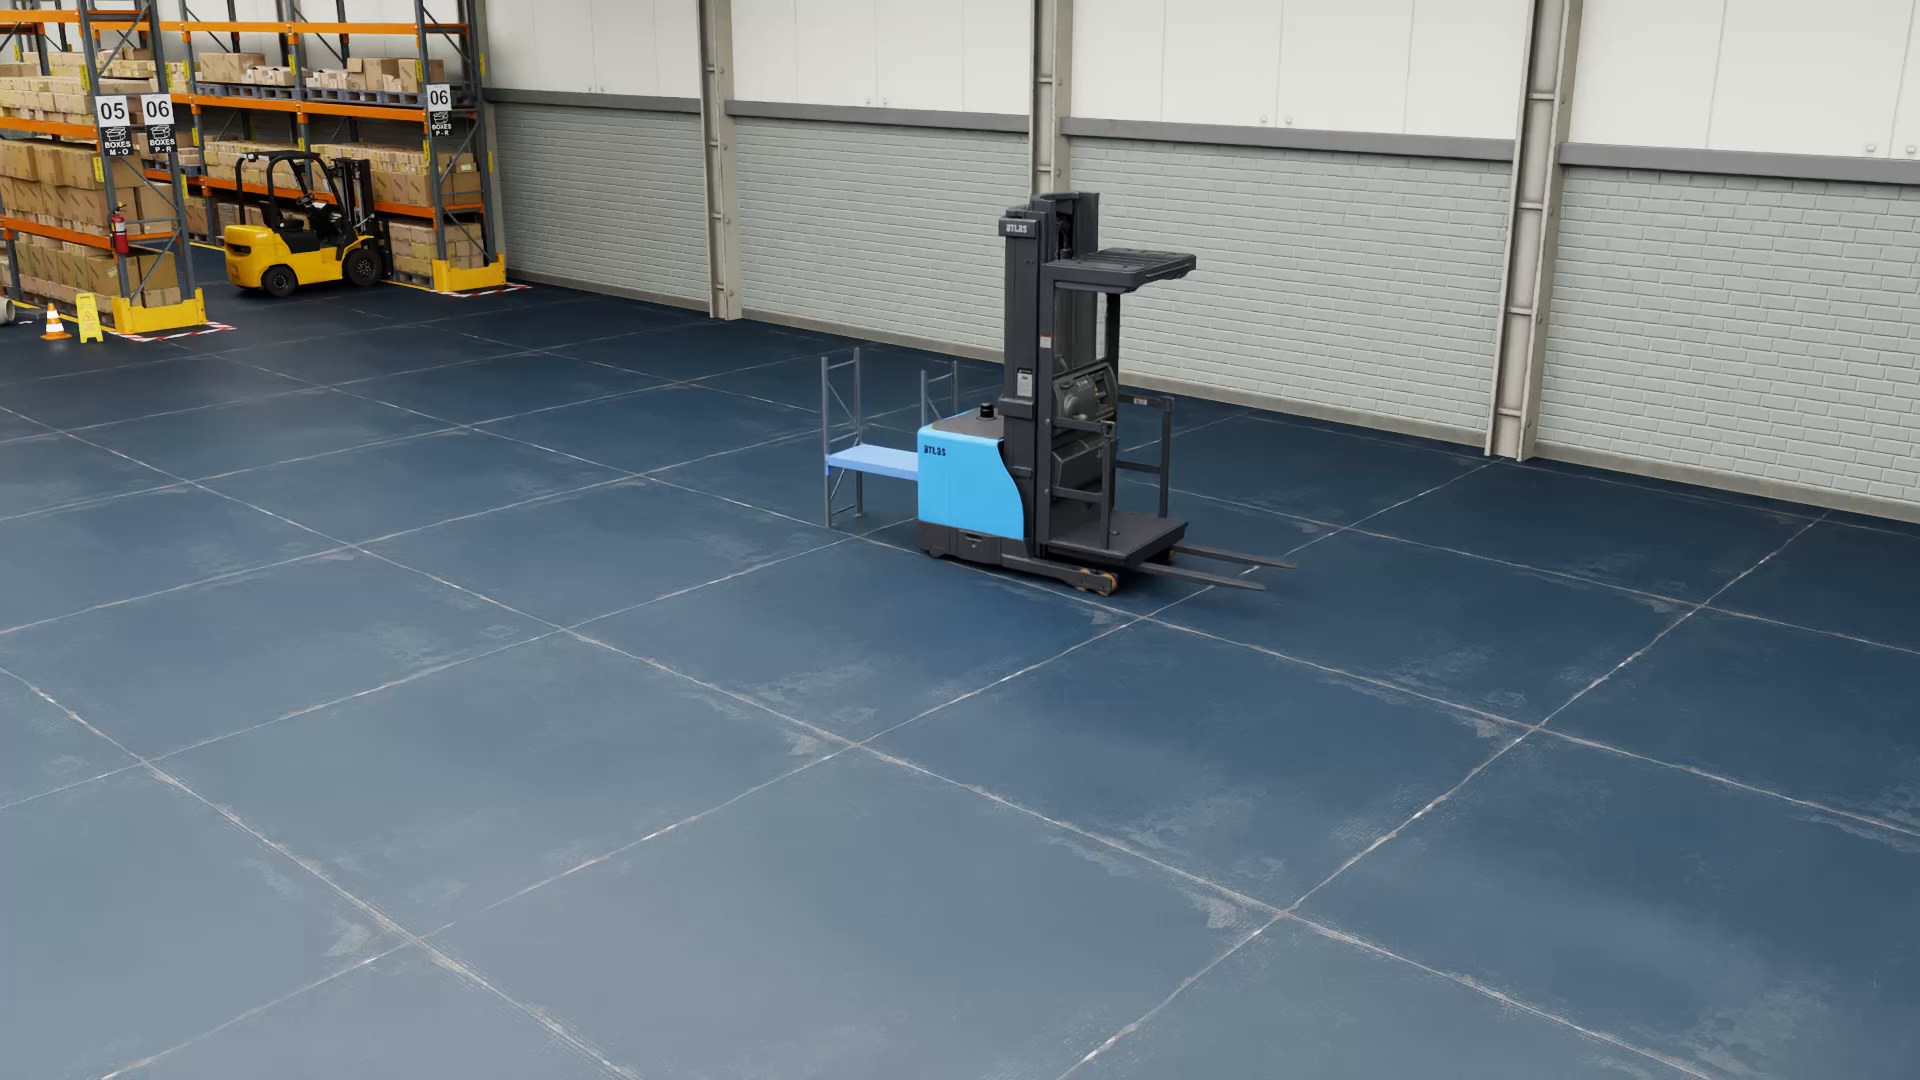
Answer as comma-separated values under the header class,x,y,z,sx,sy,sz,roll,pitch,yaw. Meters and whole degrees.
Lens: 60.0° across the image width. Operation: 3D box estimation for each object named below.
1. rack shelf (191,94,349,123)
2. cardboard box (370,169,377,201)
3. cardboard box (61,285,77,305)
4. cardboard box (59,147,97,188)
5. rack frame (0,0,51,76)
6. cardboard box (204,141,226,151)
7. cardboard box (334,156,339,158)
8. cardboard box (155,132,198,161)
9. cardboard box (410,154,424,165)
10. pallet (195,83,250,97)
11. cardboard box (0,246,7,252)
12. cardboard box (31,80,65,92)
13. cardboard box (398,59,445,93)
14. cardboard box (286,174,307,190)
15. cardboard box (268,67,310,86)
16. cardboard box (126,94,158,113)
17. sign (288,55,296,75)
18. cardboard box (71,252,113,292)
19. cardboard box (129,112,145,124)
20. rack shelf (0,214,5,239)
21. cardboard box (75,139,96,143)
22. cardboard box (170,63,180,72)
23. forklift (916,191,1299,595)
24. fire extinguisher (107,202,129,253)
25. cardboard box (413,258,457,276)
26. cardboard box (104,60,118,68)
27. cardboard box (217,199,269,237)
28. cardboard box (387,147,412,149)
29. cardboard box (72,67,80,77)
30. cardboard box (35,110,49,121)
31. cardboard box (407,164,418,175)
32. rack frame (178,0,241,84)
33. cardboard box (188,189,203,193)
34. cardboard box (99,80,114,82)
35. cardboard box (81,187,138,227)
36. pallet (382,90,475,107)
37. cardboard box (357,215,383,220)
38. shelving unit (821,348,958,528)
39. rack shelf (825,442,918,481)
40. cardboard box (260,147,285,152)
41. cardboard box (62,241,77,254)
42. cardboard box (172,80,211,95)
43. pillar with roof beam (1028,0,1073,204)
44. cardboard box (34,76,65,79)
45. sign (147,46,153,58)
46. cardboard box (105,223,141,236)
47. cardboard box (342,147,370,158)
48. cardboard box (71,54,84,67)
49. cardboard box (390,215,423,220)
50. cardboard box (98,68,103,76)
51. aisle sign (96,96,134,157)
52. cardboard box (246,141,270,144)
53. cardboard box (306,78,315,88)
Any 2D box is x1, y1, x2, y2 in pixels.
class,x,y,z,sx,sy,sz,roll,pitch,yaw
rack shelf,-12.475,-7.848,30.114,4.000,0.370,1.077,15,23,39
cardboard box,-9.679,-5.952,27.741,0.500,0.500,0.500,15,23,40
cardboard box,-12.840,-3.634,24.454,0.500,0.250,0.500,14,22,37
cardboard box,-12.180,-5.256,23.403,0.500,0.500,0.700,15,23,40
rack frame,-14.271,-8.096,24.745,0.127,3.000,1.000,15,23,39
cardboard box,-13.928,-7.389,31.199,0.250,0.149,0.380,16,24,41
cardboard box,-10.372,-6.429,28.174,0.250,0.149,0.380,16,23,40
cardboard box,-15.315,-7.699,32.546,0.637,0.503,0.797,14,23,38
cardboard box,-8.600,-6.122,26.715,0.250,0.149,0.380,15,23,39
pallet,-13.404,-8.387,30.933,1.003,0.211,1.213,16,24,42
cardboard box,-15.726,-4.572,27.208,0.625,0.372,0.950,16,24,41
cardboard box,-12.898,-6.425,23.535,0.250,0.149,0.380,16,23,41
cardboard box,-8.480,-7.316,26.222,0.500,0.500,0.500,16,24,41
cardboard box,-11.530,-6.331,29.348,0.500,0.250,0.500,16,23,40
cardboard box,-11.682,-8.085,28.959,0.500,0.311,0.500,14,22,38
cardboard box,-11.479,-6.094,23.154,0.500,0.250,0.500,15,23,38
sign,-11.332,-8.062,28.221,0.005,0.325,0.100,15,23,39
cardboard box,-12.444,-3.886,24.009,0.500,0.500,0.500,16,24,41
cardboard box,-11.312,-5.883,23.147,0.250,0.149,0.380,15,23,39
rack shelf,-15.767,-5.295,27.027,4.000,0.370,1.077,15,23,39
cardboard box,-18.254,-8.284,35.012,0.500,0.250,0.500,15,23,39
cardboard box,-14.784,-8.974,31.568,0.250,0.149,0.380,14,22,37
forklift,1.154,-1.154,12.903,3.031,2.935,1.130,11,21,31
fire extinguisher,-11.500,-4.269,22.732,0.183,0.674,0.296,15,23,39
cardboard box,-8.549,-4.469,27.087,0.500,0.250,0.500,15,23,40
cardboard box,-16.784,-9.469,33.096,0.250,0.149,0.380,16,23,40
cardboard box,-13.514,-6.103,31.615,0.625,0.625,0.875,16,24,41
cardboard box,-9.435,-6.541,28.033,0.250,0.149,0.380,16,24,41
cardboard box,-17.886,-9.609,34.227,0.500,0.250,0.500,14,22,37
cardboard box,-12.910,-6.050,23.672,0.250,0.149,0.380,15,23,39
cardboard box,-8.644,-5.965,26.710,0.250,0.149,0.380,16,23,40
rack frame,-13.971,-10.023,30.817,0.127,3.000,1.000,15,23,39
cardboard box,-15.331,-6.968,33.474,0.250,0.149,0.380,14,22,37
cardboard box,-12.142,-6.447,23.606,0.250,0.149,0.380,15,23,39
cardboard box,-11.868,-4.669,23.209,0.500,0.500,0.500,15,23,38
pallet,-8.499,-7.092,26.688,1.213,0.211,1.003,15,23,39
cardboard box,-10.070,-5.356,28.228,0.500,0.250,0.500,16,24,41
shelving unit,-0.592,-0.799,14.151,1.048,1.500,0.538,11,21,31
rack shelf,-0.592,-0.628,14.206,1.000,0.185,0.538,11,21,31
cardboard box,-12.357,-6.985,29.925,0.250,0.149,0.380,15,23,40
cardboard box,-12.753,-4.254,24.097,0.250,0.149,0.380,16,24,42
cardboard box,-14.516,-8.570,31.445,0.500,0.250,0.500,14,22,37
pillar with roof beam,-1.792,-5.377,16.177,0.400,9.000,9.100,15,23,39
cardboard box,-13.644,-6.877,24.961,0.250,0.149,0.380,14,23,38
sign,-16.597,-9.957,34.061,0.005,0.325,0.100,15,23,39
cardboard box,-11.701,-4.340,23.244,0.250,0.149,0.380,16,24,41
cardboard box,-10.149,-6.525,27.985,0.250,0.149,0.380,15,23,38
cardboard box,-17.885,-9.851,34.166,0.500,0.250,0.500,15,23,38
cardboard box,-9.343,-5.369,28.270,0.500,0.250,0.500,14,23,38
cardboard box,-17.003,-9.374,33.288,0.250,0.149,0.380,15,23,40
aisle sign,-11.426,-5.594,22.483,0.004,0.787,0.394,15,23,39
cardboard box,-13.170,-7.407,31.256,0.250,0.149,0.380,15,23,39
cardboard box,-10.845,-7.759,28.199,0.250,0.149,0.380,16,23,40
